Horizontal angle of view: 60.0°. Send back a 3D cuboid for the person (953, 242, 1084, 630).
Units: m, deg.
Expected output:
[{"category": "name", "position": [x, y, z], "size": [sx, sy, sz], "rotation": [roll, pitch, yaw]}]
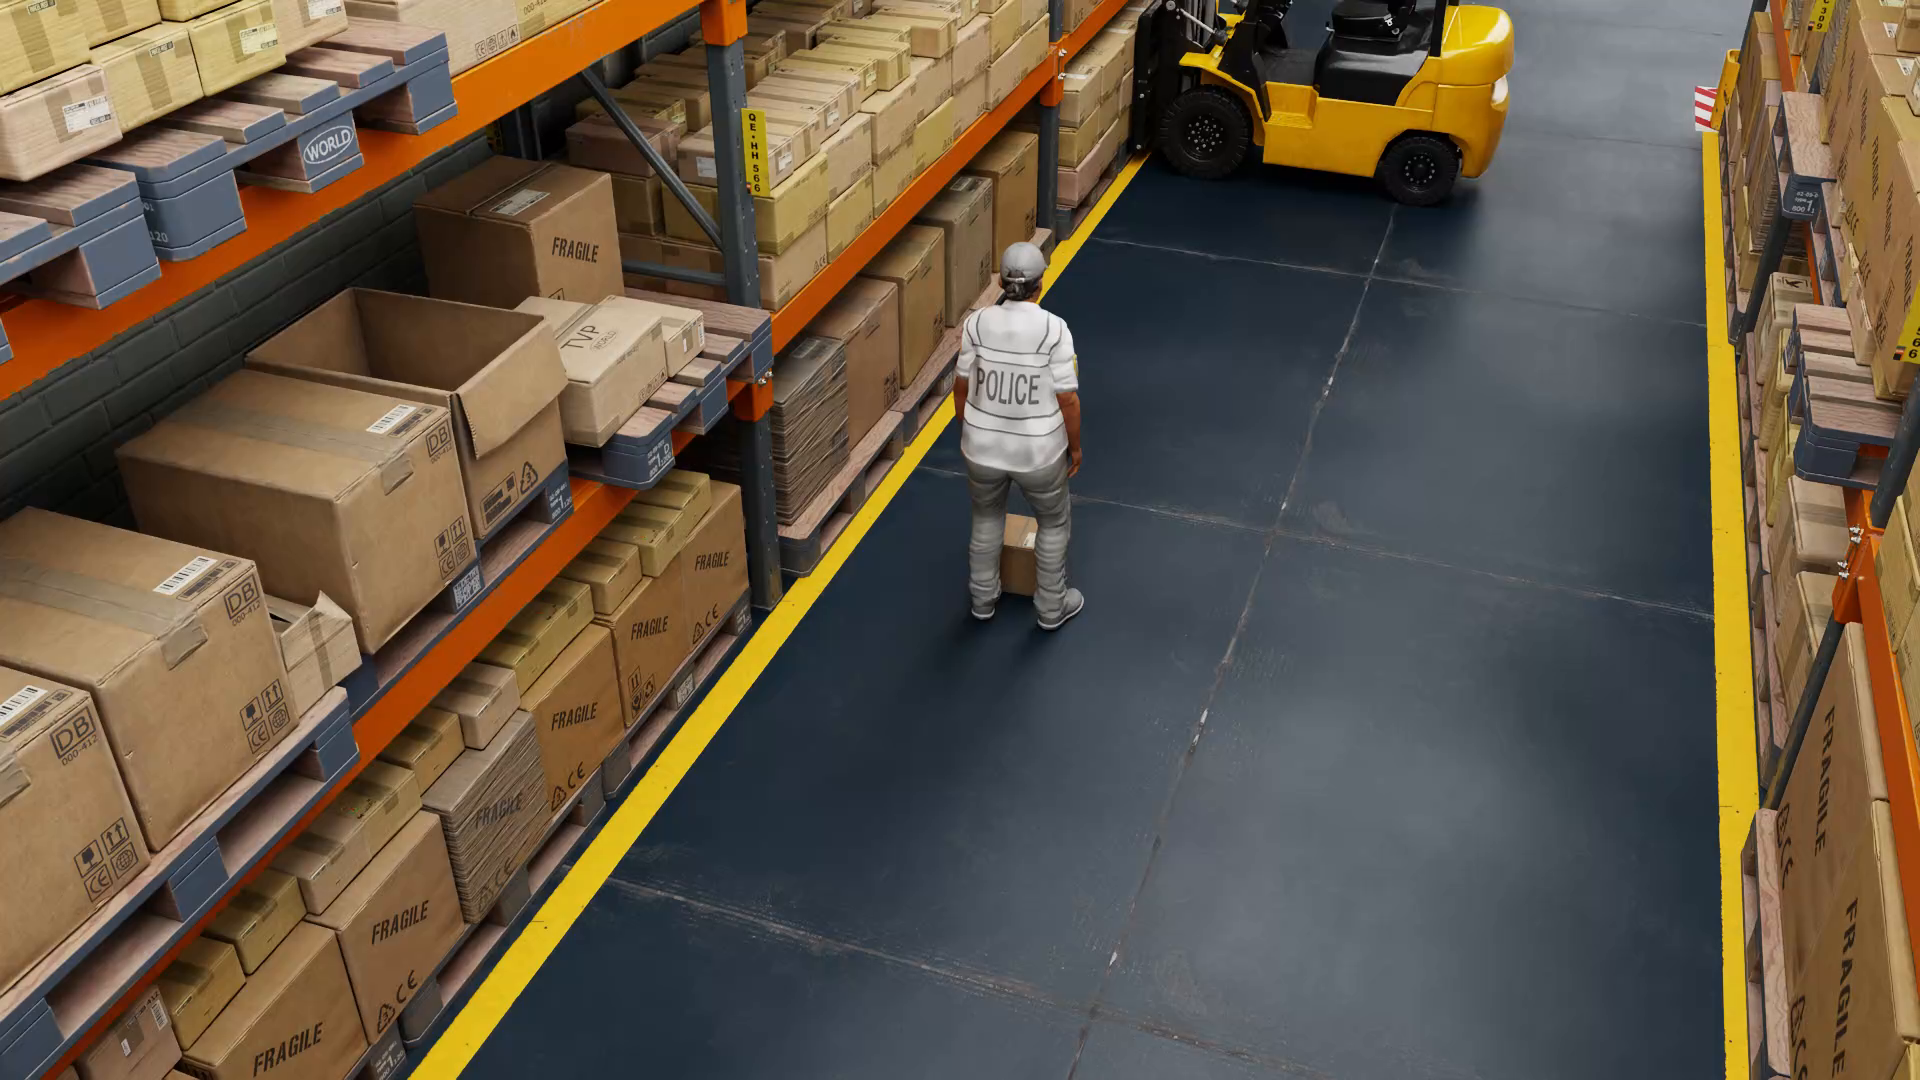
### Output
[{"category": "person", "position": [0.247, -0.395, 6.732], "size": [0.538, 1.665, 0.470], "rotation": [10, 35, 15]}]
